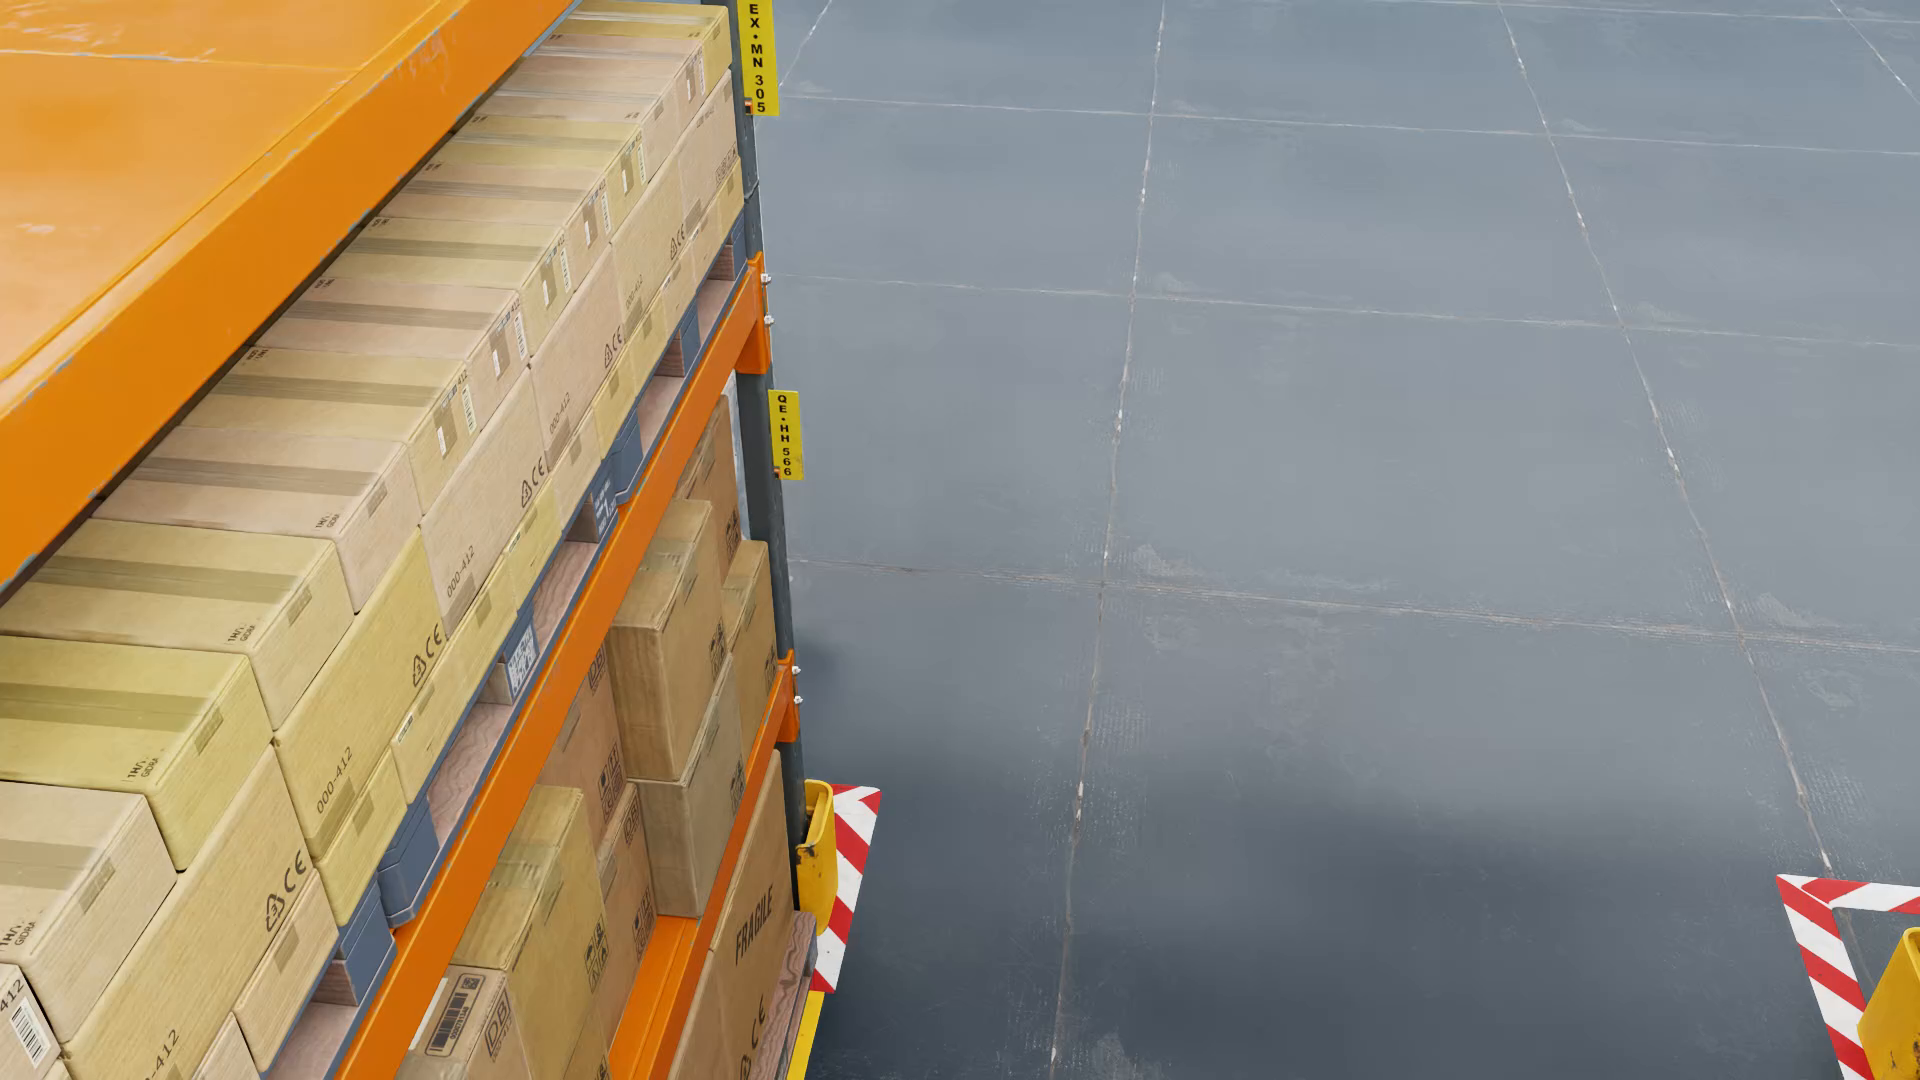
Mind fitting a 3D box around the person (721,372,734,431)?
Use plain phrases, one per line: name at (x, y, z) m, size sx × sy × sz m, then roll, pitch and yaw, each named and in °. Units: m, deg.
person at (-1.245, -0.293, 7.459) m, size 0.534 × 1.753 × 0.531 m, roll 7°, pitch 37°, yaw 10°
